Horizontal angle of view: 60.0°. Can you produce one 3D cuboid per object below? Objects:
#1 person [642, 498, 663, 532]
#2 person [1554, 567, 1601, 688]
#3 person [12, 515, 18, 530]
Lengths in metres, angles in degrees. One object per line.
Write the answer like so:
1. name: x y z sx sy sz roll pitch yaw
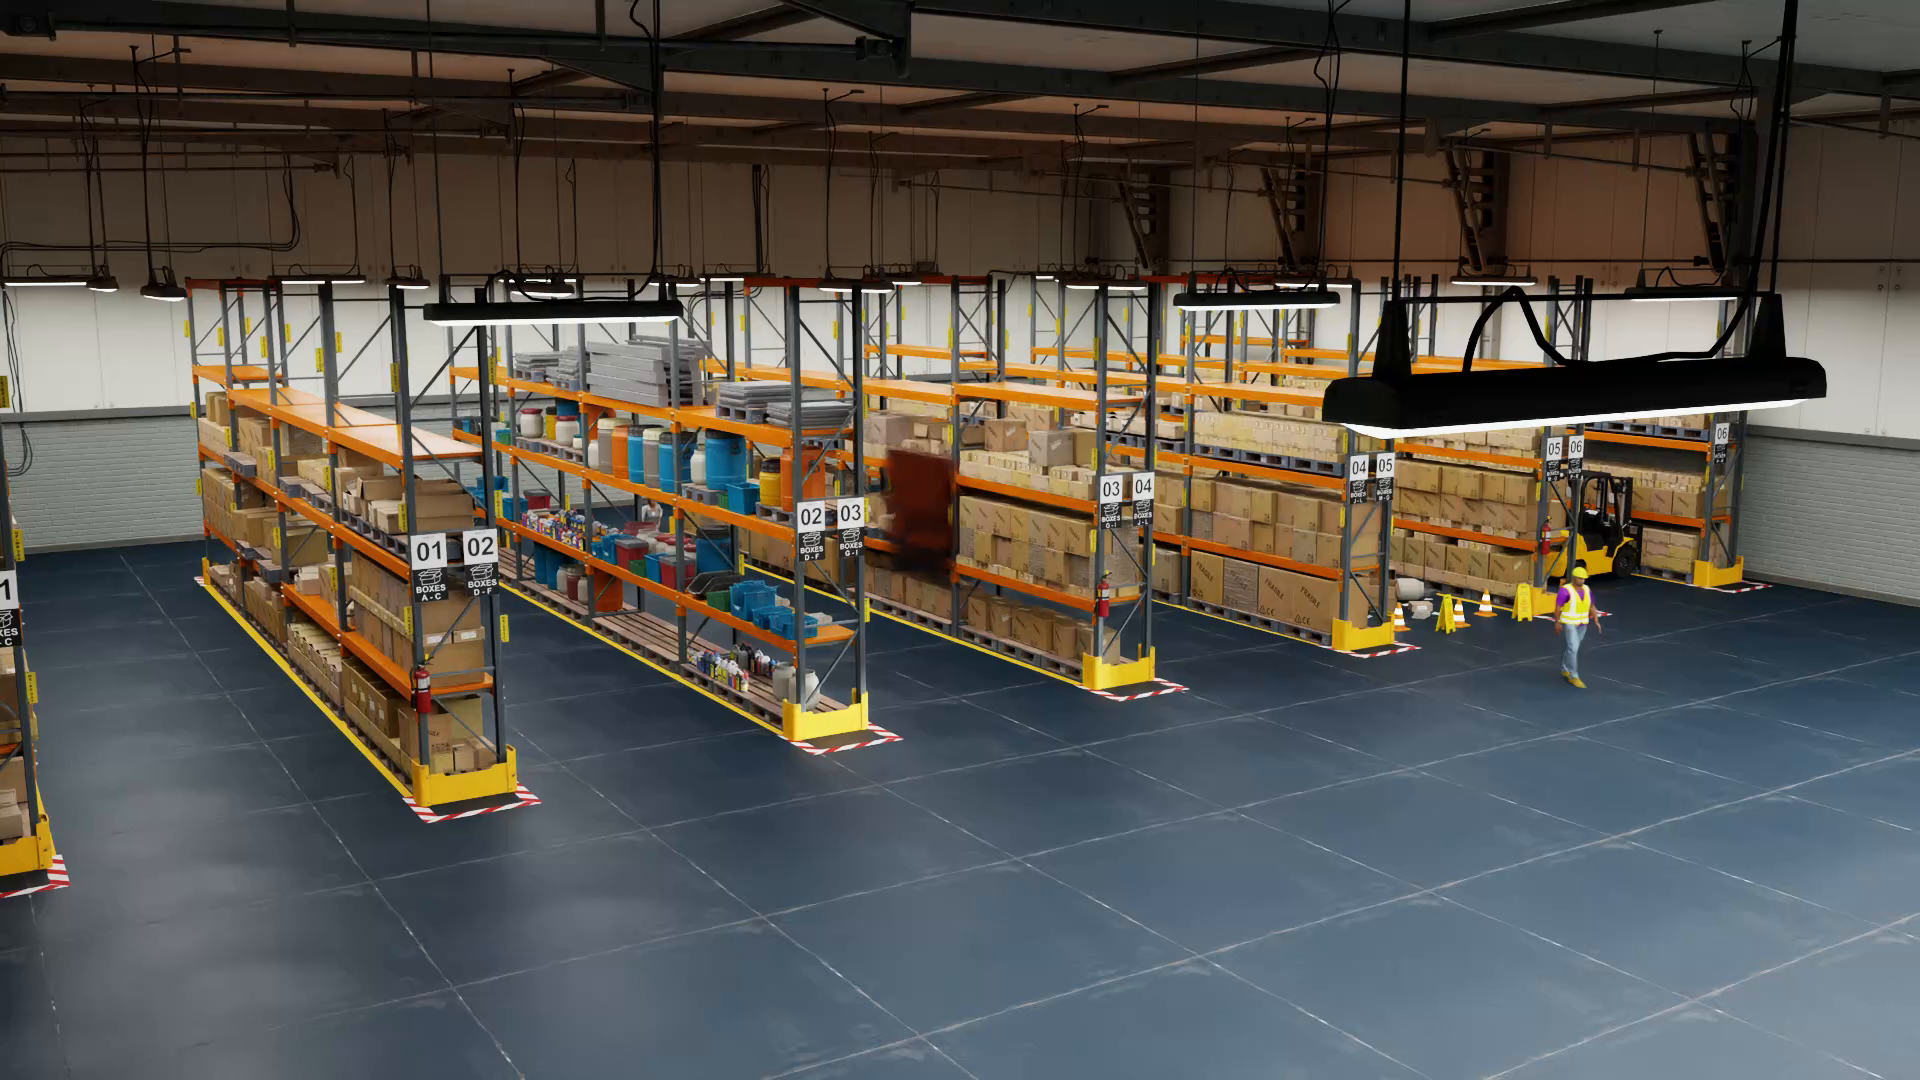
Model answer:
1. person: -6.444 -0.225 34.695 0.535 1.511 0.789 -4 10 -21
2. person: 9.330 1.284 25.087 0.615 1.781 0.688 -3 10 -18
3. person: -18.850 0.007 32.692 1.090 1.699 0.645 9 13 42
